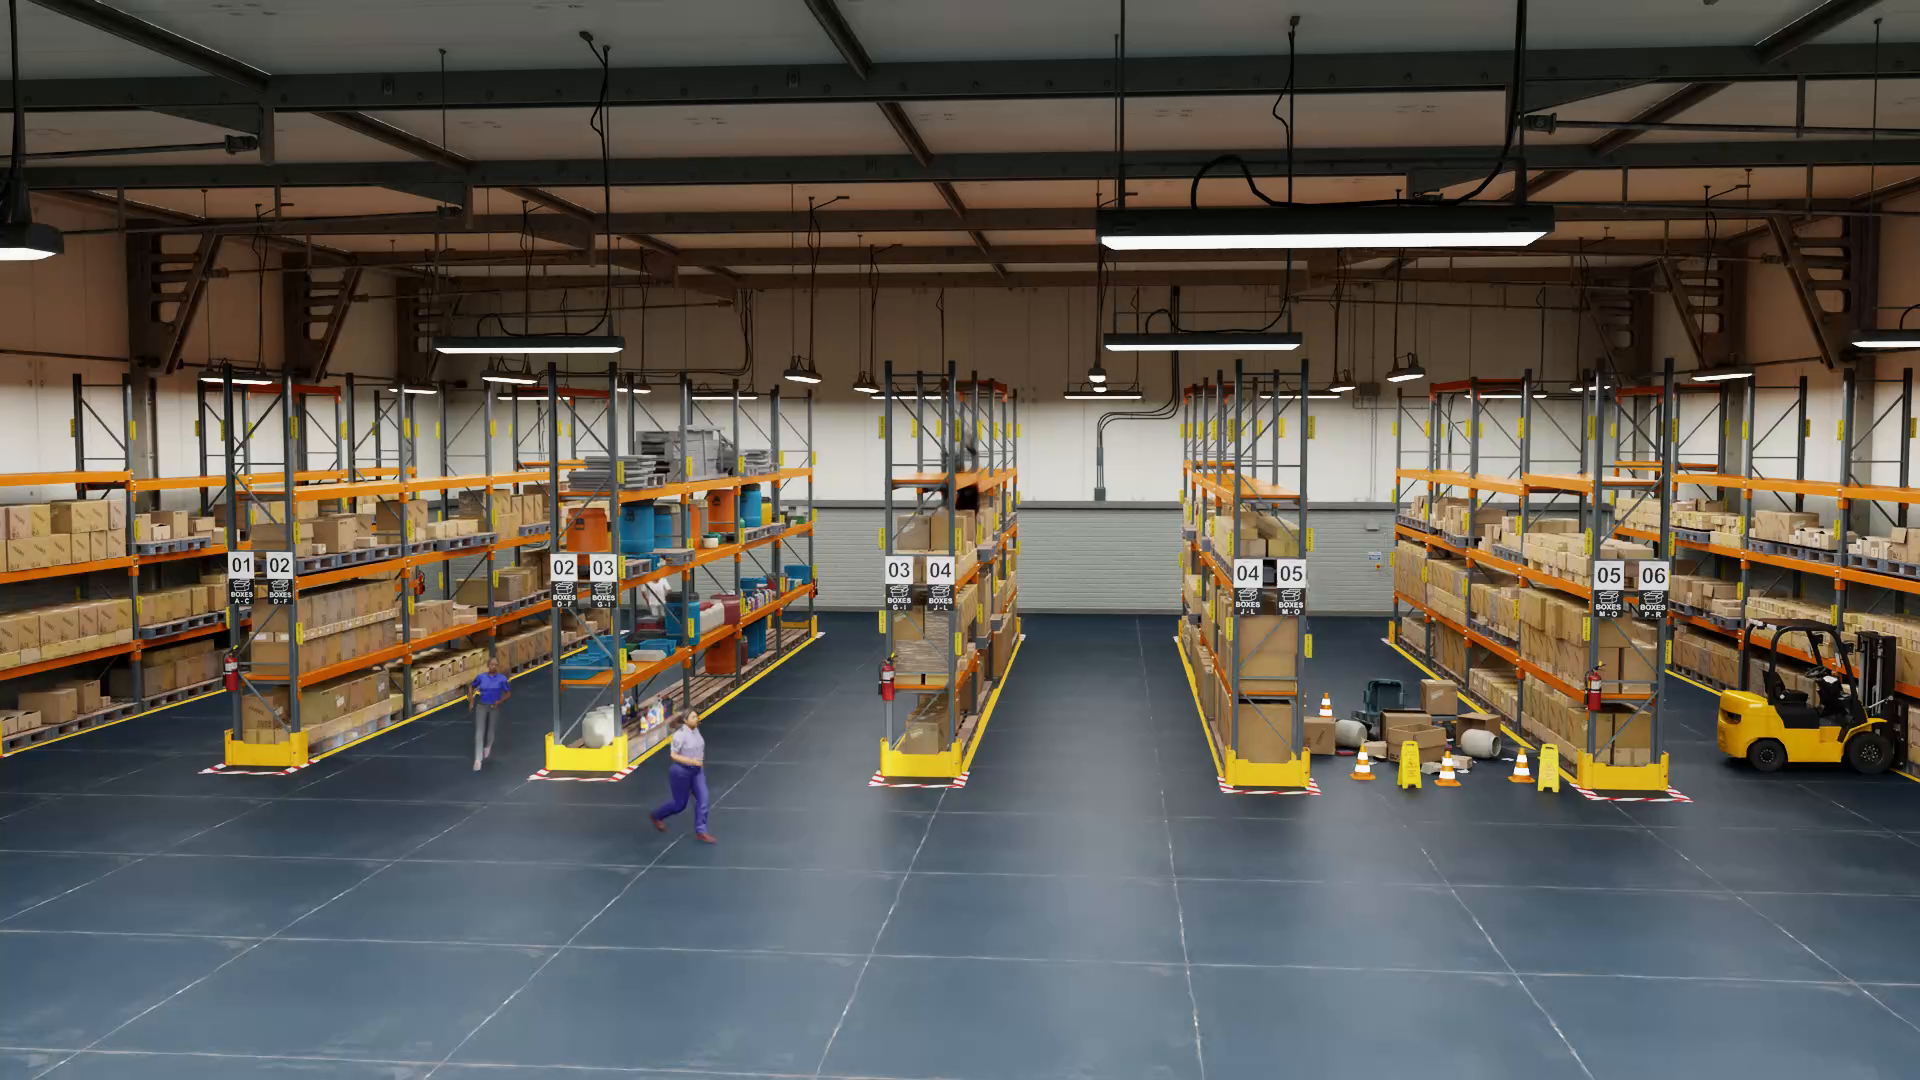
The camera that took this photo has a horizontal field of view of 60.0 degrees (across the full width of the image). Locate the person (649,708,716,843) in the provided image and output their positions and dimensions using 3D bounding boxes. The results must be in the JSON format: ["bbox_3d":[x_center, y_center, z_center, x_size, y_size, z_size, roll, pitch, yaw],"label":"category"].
[{"bbox_3d":[-3.376,2.854,20.299,0.886,1.638,0.592,2,4,28],"label":"person"}]

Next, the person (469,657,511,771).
[{"bbox_3d":[-7.029,2.571,24.869,0.617,1.649,0.790,-1,4,-13],"label":"person"}]

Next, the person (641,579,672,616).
[{"bbox_3d":[-7.237,1.537,39.657,0.715,1.746,0.776,-1,4,-10],"label":"person"}]

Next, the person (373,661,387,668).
[{"bbox_3d":[-11.442,2.042,32.660,0.578,1.619,0.569,0,4,4],"label":"person"}]
